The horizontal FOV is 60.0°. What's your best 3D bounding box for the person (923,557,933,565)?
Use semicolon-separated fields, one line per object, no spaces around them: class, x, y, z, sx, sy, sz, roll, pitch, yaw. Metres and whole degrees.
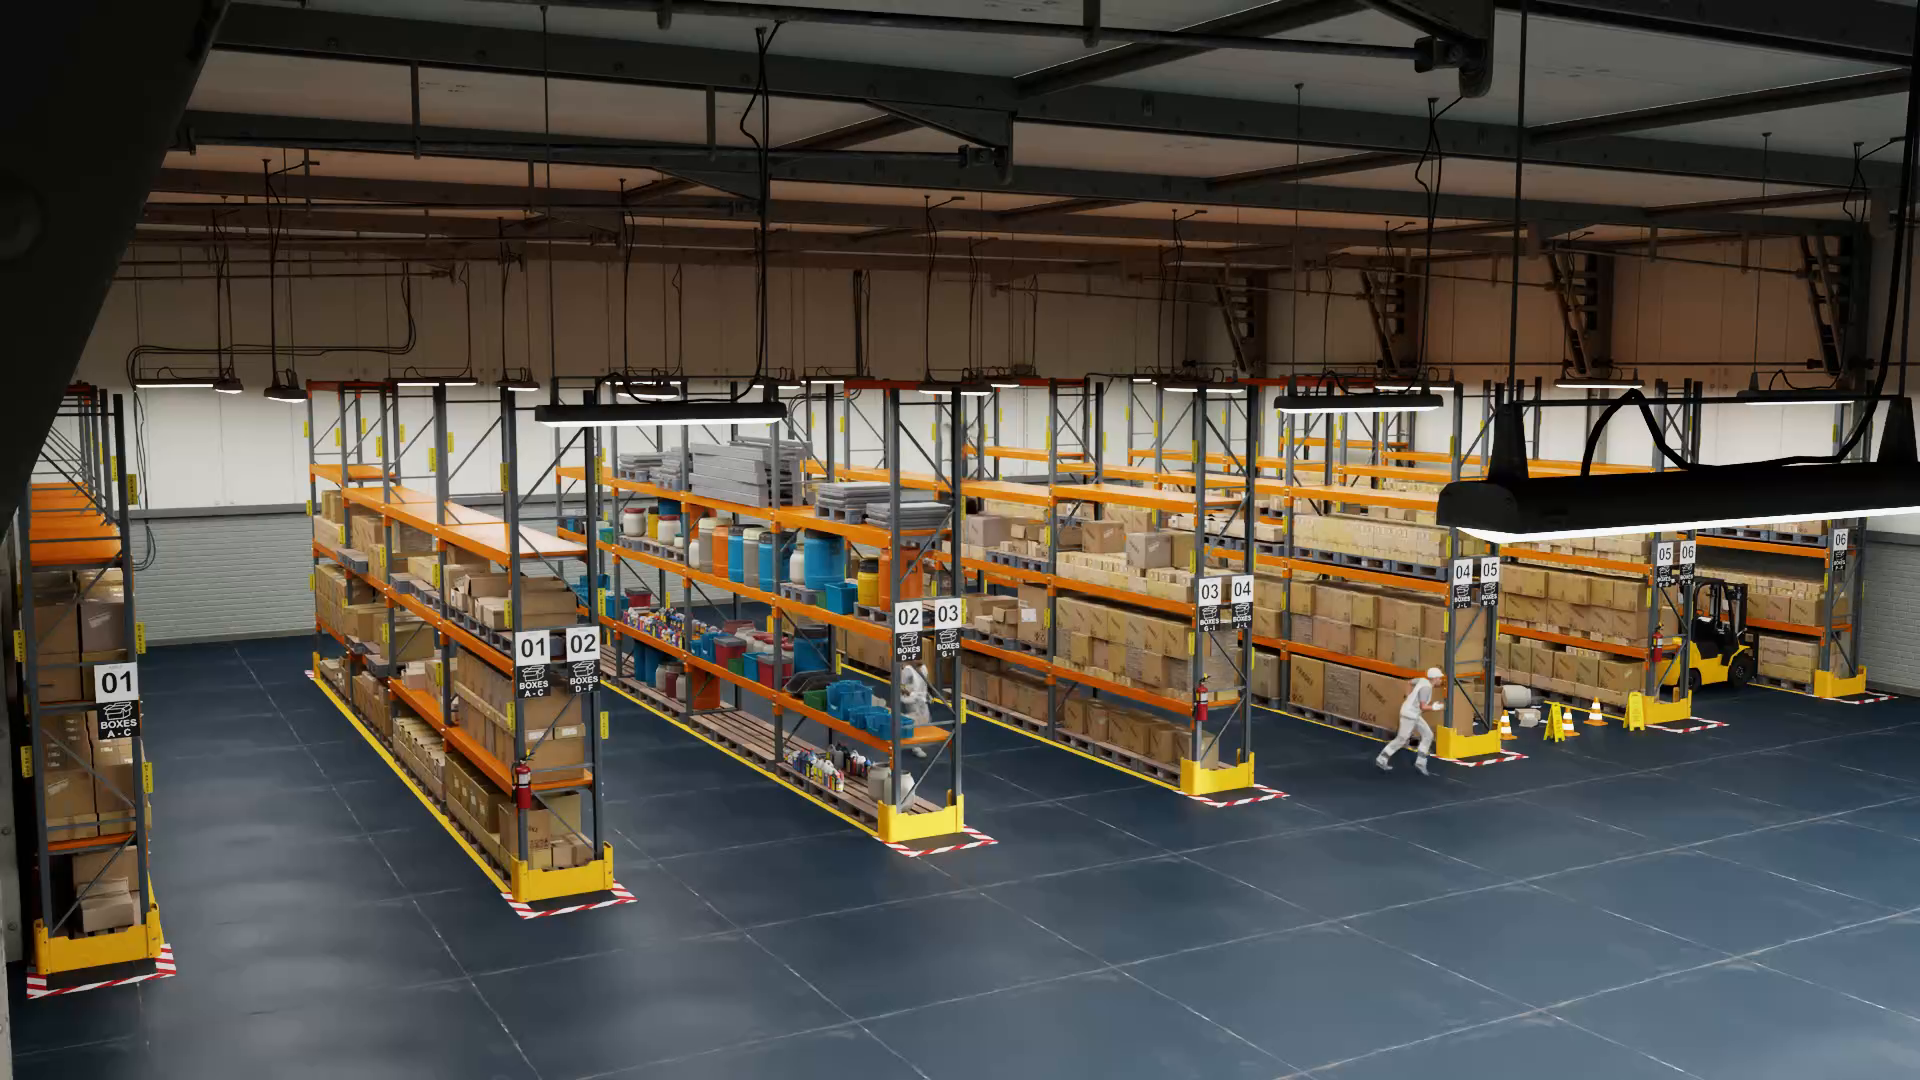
person;-0.750;1.242;39.755;0.649;1.755;0.629;-1;6;-5

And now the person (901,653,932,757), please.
person;-0.746;2.617;26.863;0.649;1.745;0.674;5;8;40

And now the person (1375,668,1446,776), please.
person;6.937;2.801;25.641;1.021;1.718;0.707;1;6;12
